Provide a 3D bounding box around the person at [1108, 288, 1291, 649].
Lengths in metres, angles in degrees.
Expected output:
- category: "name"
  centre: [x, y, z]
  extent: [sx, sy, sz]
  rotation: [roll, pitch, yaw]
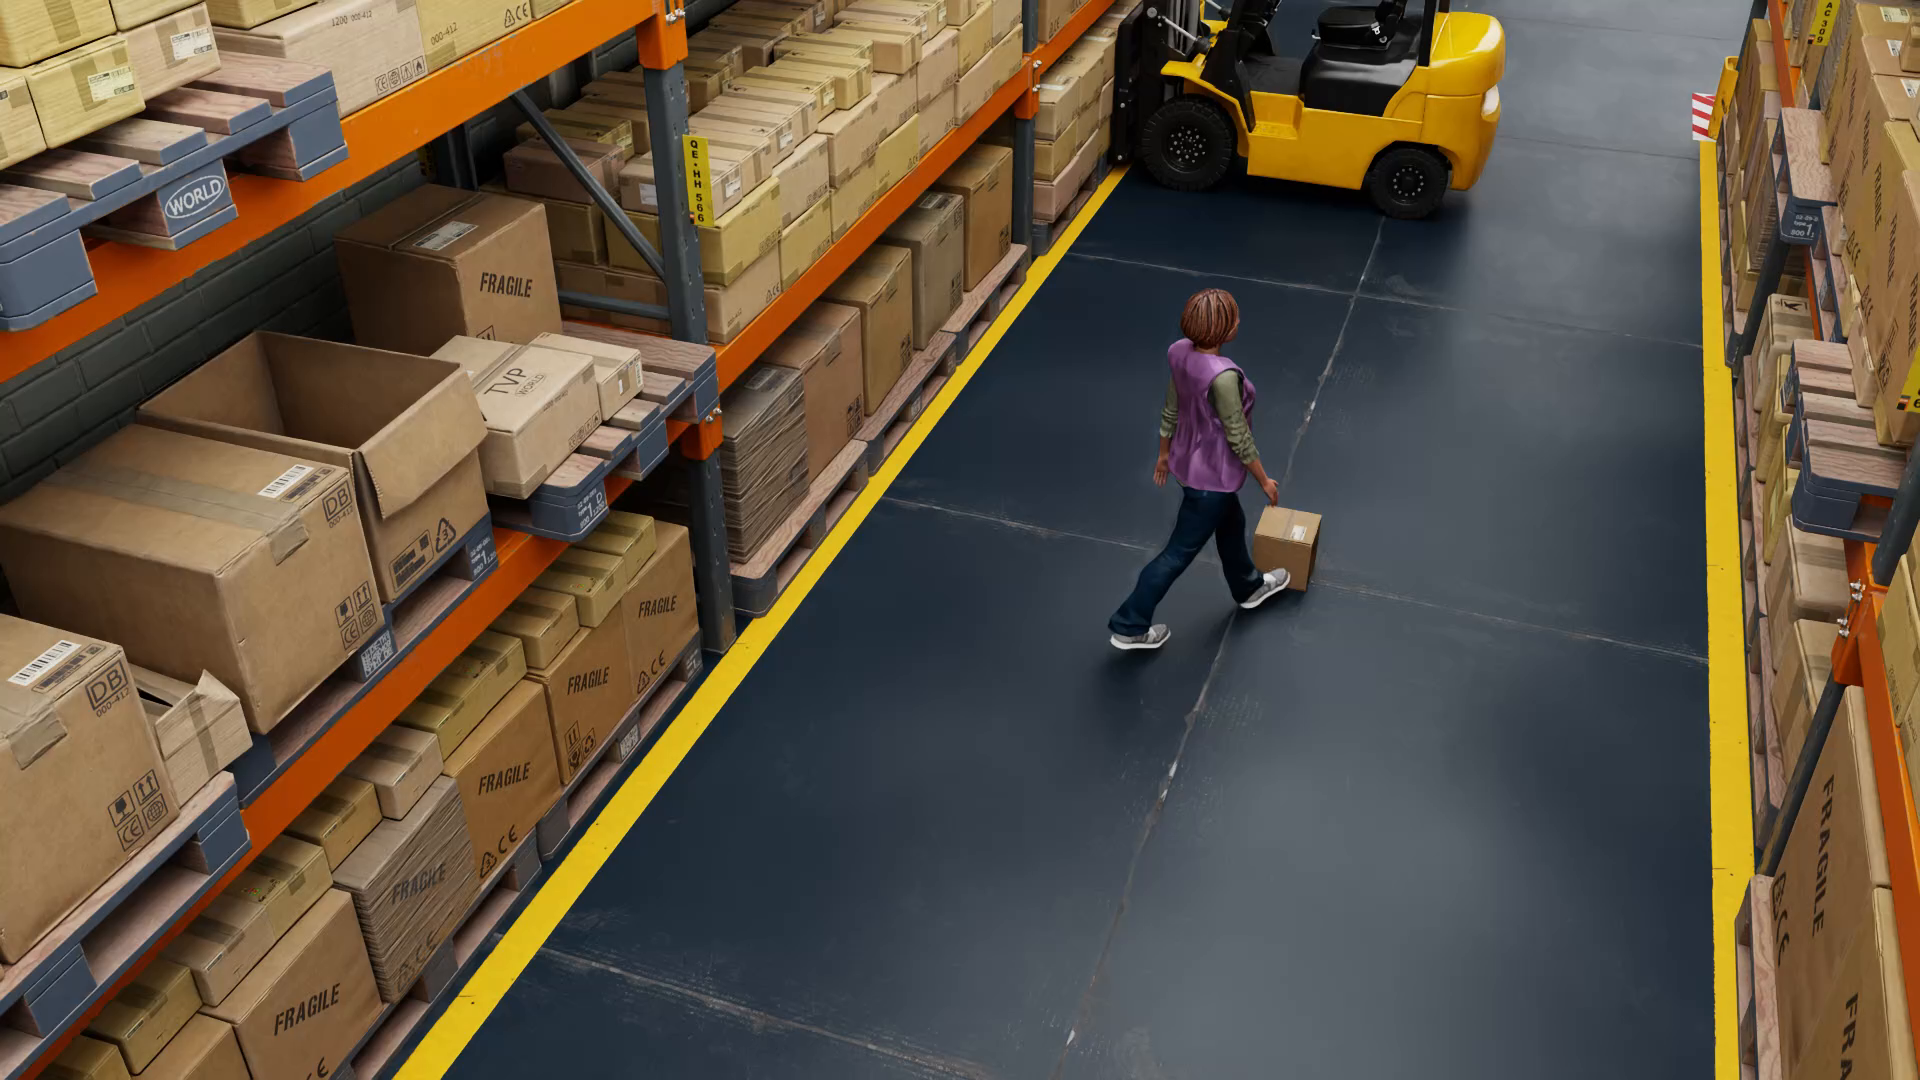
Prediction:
- category: "person"
  centre: [1.027, -0.283, 6.571]
  extent: [0.917, 1.545, 0.442]
  rotation: [-10, 35, -15]
